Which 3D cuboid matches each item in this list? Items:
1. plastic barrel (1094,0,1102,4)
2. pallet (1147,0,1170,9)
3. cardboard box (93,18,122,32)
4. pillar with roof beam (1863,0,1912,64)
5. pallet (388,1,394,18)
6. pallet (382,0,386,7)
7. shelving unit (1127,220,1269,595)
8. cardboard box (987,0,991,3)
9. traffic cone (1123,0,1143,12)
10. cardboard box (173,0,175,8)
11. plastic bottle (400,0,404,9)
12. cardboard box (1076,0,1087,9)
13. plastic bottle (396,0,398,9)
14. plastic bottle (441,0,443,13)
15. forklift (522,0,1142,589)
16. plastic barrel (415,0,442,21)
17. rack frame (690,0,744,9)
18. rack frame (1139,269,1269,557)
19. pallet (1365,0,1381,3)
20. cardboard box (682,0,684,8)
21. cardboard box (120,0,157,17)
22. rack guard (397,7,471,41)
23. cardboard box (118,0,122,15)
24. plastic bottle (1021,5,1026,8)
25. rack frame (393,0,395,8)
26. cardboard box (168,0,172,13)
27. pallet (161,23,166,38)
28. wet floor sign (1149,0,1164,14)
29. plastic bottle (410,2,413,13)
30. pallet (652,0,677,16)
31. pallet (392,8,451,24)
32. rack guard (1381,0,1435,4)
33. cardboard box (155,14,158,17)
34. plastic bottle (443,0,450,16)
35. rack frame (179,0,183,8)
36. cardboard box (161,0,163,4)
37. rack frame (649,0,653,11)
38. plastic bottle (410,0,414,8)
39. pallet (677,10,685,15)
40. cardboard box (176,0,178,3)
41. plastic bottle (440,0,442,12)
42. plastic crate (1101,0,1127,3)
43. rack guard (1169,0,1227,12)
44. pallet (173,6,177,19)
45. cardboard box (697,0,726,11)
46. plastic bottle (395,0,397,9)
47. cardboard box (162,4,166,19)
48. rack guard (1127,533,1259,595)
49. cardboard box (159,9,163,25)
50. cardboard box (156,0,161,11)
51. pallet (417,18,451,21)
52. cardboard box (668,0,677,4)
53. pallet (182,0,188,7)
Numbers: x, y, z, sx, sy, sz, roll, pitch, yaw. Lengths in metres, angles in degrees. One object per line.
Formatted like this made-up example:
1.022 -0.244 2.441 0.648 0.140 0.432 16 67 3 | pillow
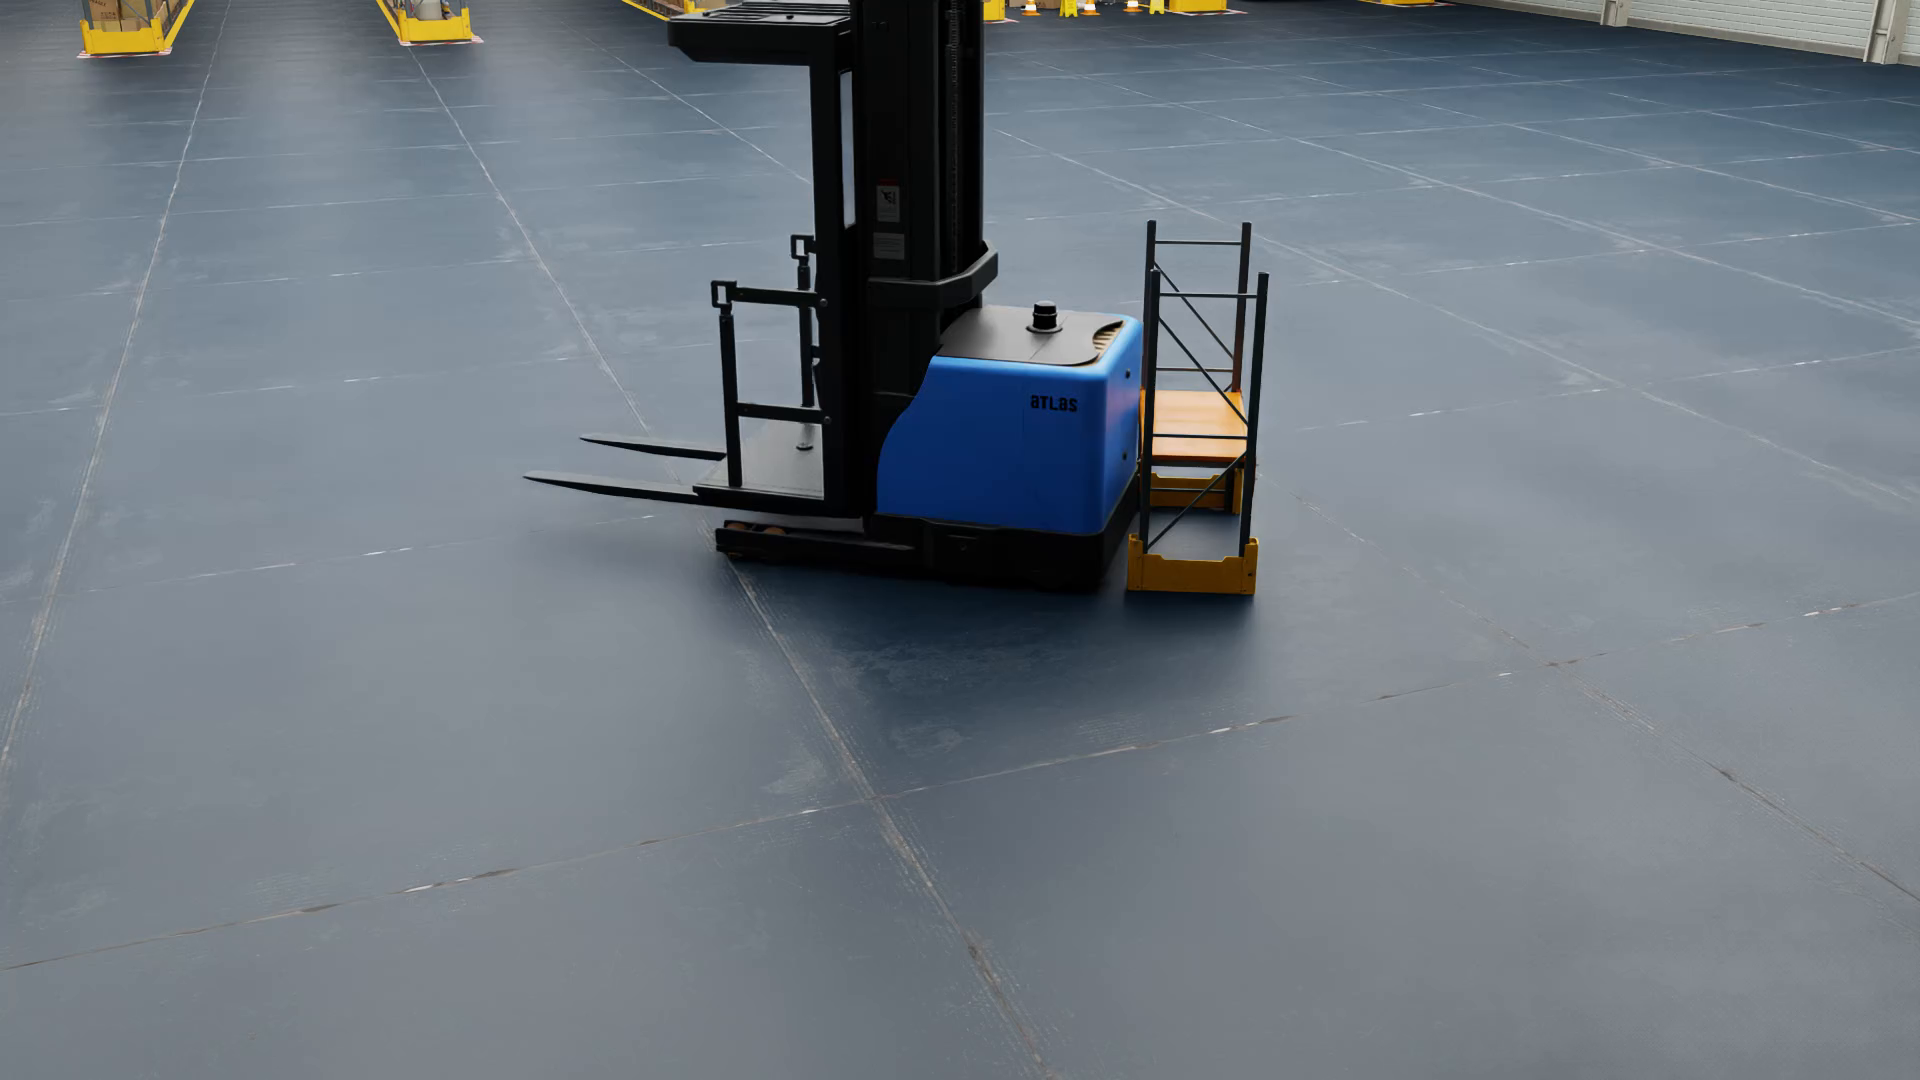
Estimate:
2.713 -11.478 34.938 0.512 0.421 0.421 8 24 18 | plastic barrel
4.578 -11.165 34.468 1.003 0.211 1.213 -8 24 -19 | pallet
-14.147 -8.486 27.520 0.500 0.250 0.500 -8 24 -19 | cardboard box
10.310 -10.995 22.750 9.100 9.000 0.400 -8 24 -19 | pillar with roof beam
-10.773 -10.532 32.965 1.003 0.211 1.213 -8 24 -19 | pallet
-11.635 -11.418 35.069 1.003 0.211 1.213 -8 24 -19 | pallet
1.114 -0.658 7.880 0.587 1.500 1.083 2 23 5 | shelving unit
0.359 -11.286 34.380 0.500 0.500 0.500 -4 23 -10 | cardboard box
3.500 -10.933 33.593 0.336 0.463 0.334 -8 24 -19 | traffic cone
-15.370 -10.339 31.918 0.500 0.250 0.500 -9 25 -21 | cardboard box
-10.163 -9.681 30.288 0.061 0.283 0.133 -8 24 -18 | plastic bottle
2.506 -11.008 34.175 0.380 0.149 0.250 4 23 9 | cardboard box
-10.496 -10.100 31.195 0.144 0.351 0.185 -9 25 -21 | plastic bottle
-9.551 -9.891 30.802 0.097 0.271 0.097 0 23 0 | plastic bottle
-0.679 -1.432 7.874 3.031 2.935 1.130 6 24 15 | forklift
-9.350 -9.359 29.255 0.421 0.512 0.421 0 23 0 | plastic barrel
-4.412 -10.763 29.923 1.000 3.000 0.127 -8 24 -19 | rack frame
1.068 -0.458 7.405 0.500 1.500 0.032 2 23 5 | rack frame
9.192 -11.792 35.956 1.003 0.211 1.213 -8 24 -19 | pallet
-5.064 -10.476 31.921 0.500 0.500 0.500 -6 24 -14 | cardboard box
-13.841 -9.084 27.974 0.500 0.500 0.500 -8 24 -19 | cardboard box
-9.117 -8.952 28.847 1.175 0.500 0.348 -8 24 -19 | rack guard
-14.516 -9.192 28.231 0.500 0.500 0.500 -8 24 -19 | cardboard box
1.357 -10.974 34.209 0.133 0.061 0.283 -18 29 -37 | plastic bottle
-10.459 -11.537 31.759 1.000 3.000 0.127 -8 24 -19 | rack frame
-15.005 -9.965 31.031 0.500 0.250 0.500 -9 24 -20 | cardboard box
-14.418 -8.835 28.939 1.003 0.211 1.213 -8 24 -19 | pallet
3.925 -10.822 33.094 0.267 0.644 0.232 0 23 -1 | wet floor sign
-10.069 -9.751 30.455 0.061 0.283 0.133 -8 24 -19 | plastic bottle
-5.555 -10.692 33.346 1.003 0.211 1.213 -8 24 -19 | pallet
-10.261 -10.002 31.708 1.003 0.211 1.213 -8 24 -19 | pallet
9.509 -11.644 35.233 1.175 0.500 0.348 -8 24 -19 | rack guard
-13.843 -8.738 28.119 0.500 0.250 0.500 -8 24 -19 | cardboard box
-9.395 -9.730 30.420 0.097 0.271 0.097 0 23 0 | plastic bottle
-16.508 -12.312 33.598 1.000 3.000 0.127 -8 24 -19 | rack frame
-14.560 -9.808 29.693 0.500 0.500 0.500 -8 24 -19 | cardboard box
-5.826 -12.216 33.372 1.000 3.000 0.127 -8 24 -19 | rack frame
-10.216 -9.940 30.913 0.152 0.276 0.135 -8 24 -19 | plastic bottle
-4.693 -9.805 31.242 1.003 0.211 1.213 -8 24 -19 | pallet
-15.733 -10.710 32.799 0.500 0.250 0.500 -8 24 -18 | cardboard box
-9.623 -9.965 30.976 0.097 0.271 0.097 0 23 0 | plastic bottle
3.233 -11.547 35.544 0.402 0.080 0.583 -18 29 -37 | plastic crate
4.832 -10.998 33.700 1.175 0.500 0.348 -8 24 -19 | rack guard
-15.826 -10.280 32.368 1.003 0.211 1.213 -8 24 -19 | pallet
-4.617 -10.034 30.871 0.500 0.500 0.500 -4 23 -9 | cardboard box
-10.617 -10.194 31.516 0.152 0.276 0.135 -7 24 -17 | plastic bottle
-14.559 -9.463 29.840 0.500 0.250 0.500 -8 24 -19 | cardboard box
1.070 0.111 7.665 0.587 0.250 0.087 2 23 5 | rack guard
-14.191 -9.102 28.983 0.500 0.250 0.500 -8 24 -19 | cardboard box
-14.190 -9.448 28.837 0.500 0.500 0.500 -8 24 -19 | cardboard box
-9.399 -9.115 29.605 1.003 0.211 1.213 -8 24 -19 | pallet
-5.512 -10.900 32.926 0.500 0.500 0.500 -1 23 -2 | cardboard box
-16.736 -11.303 34.796 1.003 0.211 1.213 -8 24 -19 | pallet
